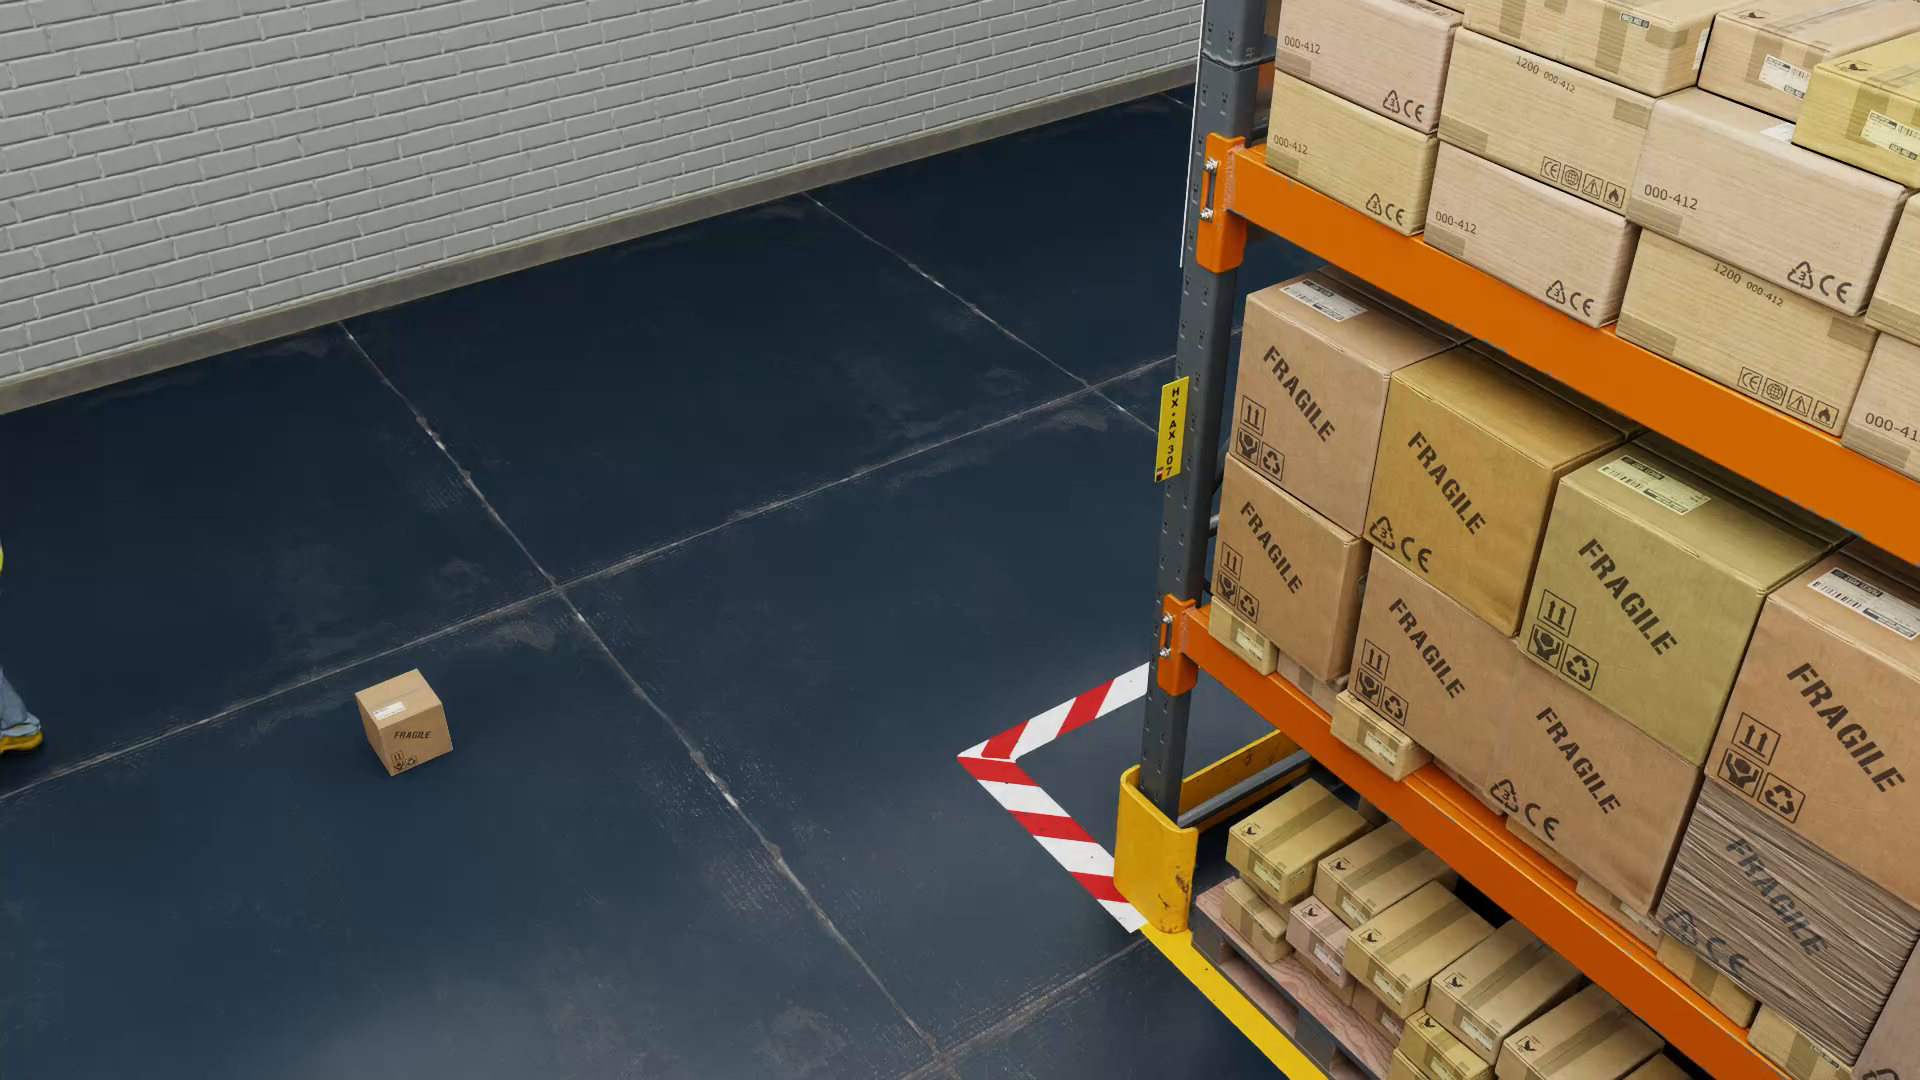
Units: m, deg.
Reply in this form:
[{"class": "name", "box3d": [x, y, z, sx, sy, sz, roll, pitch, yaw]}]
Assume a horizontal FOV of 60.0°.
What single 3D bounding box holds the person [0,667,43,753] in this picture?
[{"class": "person", "box3d": [-3.826, 0.157, 5.890, 0.749, 1.766, 0.706, -7, 37, -10]}]
